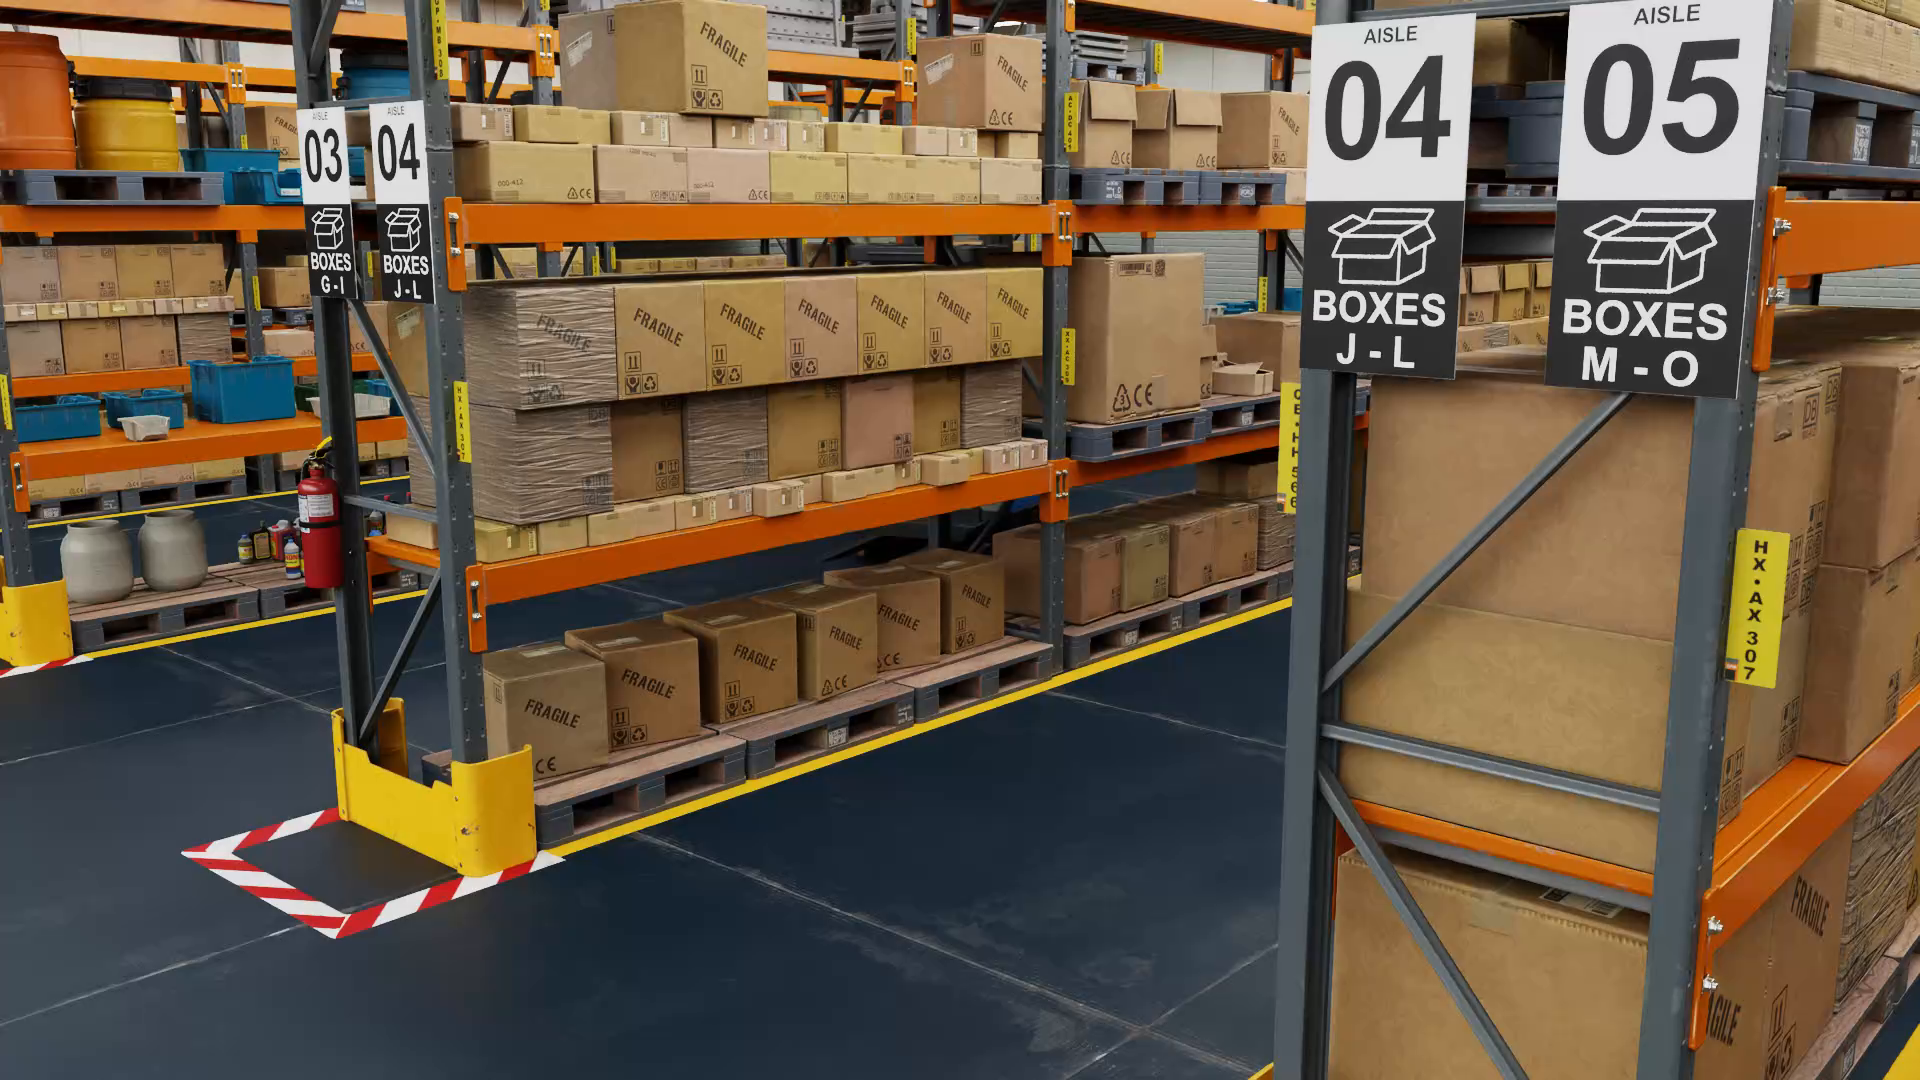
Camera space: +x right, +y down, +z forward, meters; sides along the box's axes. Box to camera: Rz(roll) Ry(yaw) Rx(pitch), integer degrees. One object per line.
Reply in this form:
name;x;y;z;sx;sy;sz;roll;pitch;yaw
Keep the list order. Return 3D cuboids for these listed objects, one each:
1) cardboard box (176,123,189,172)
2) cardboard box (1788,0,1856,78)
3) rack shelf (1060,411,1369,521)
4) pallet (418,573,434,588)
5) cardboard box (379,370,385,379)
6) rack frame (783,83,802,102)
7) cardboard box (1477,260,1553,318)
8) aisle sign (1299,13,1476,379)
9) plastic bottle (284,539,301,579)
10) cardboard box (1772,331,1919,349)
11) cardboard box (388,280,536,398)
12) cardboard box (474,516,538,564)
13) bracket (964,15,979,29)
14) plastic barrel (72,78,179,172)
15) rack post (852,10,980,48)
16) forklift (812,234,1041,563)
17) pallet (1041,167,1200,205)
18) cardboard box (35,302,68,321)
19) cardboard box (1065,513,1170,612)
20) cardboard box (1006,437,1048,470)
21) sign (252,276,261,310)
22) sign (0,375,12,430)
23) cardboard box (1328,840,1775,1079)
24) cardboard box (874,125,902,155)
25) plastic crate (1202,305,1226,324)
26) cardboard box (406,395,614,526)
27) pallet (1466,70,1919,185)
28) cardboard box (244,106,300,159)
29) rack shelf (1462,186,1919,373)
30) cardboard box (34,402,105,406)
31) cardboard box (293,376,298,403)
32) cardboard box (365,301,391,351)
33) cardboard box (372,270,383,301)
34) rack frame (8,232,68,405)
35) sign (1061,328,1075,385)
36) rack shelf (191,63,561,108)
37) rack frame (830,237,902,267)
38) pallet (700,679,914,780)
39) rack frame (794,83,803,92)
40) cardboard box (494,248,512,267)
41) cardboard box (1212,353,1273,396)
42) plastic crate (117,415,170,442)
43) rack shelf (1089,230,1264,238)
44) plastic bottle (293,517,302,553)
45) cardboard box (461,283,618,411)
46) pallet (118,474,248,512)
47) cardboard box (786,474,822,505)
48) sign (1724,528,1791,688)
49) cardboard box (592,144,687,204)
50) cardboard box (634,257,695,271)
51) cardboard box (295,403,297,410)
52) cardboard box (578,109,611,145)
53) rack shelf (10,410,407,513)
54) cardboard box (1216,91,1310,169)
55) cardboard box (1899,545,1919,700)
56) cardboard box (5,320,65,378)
cardboard box;-7.755;-3.749;15.980;0.500;0.500;0.500;-11;15;-43
cardboard box;1.700;-1.080;3.616;0.380;0.149;0.250;10;15;41
rack shelf;1.535;-0.655;11.667;1.077;0.370;4.000;10;15;40
pallet;-3.981;0.107;13.135;1.003;0.211;1.213;10;15;40
cardboard box;-7.724;-2.466;23.315;0.750;0.750;0.750;10;15;40
rack frame;-1.944;-6.113;21.844;1.000;3.000;0.127;10;15;40
cardboard box;5.080;-2.336;15.432;0.797;0.503;0.637;9;15;39
aisle sign;0.961;-0.772;3.779;0.394;0.787;0.004;10;15;40
plastic bottle;-4.716;0.131;11.741;0.097;0.271;0.097;0;11;0
cardboard box;2.525;-0.374;5.283;0.875;0.550;0.500;10;15;40
cardboard box;-2.249;-0.923;7.605;0.500;0.500;0.500;10;15;40
cardboard box;-2.059;-0.013;7.257;0.380;0.149;0.250;10;15;40
bracket;0.211;-9.980;32.012;0.235;0.232;0.430;10;15;40
plastic barrel;-5.489;-2.718;10.952;0.600;0.588;0.600;0;11;0
rack post;-0.418;-4.959;16.256;0.954;0.300;0.937;10;15;40
forklift;-0.216;-1.312;13.295;1.130;2.935;3.031;5;12;22
pallet;0.702;-2.169;10.234;1.213;0.211;1.003;10;15;40
cardboard box;-8.255;-2.068;14.994;0.380;0.149;0.250;10;15;42
cardboard box;0.965;0.142;11.102;0.700;0.500;0.500;10;15;40
cardboard box;0.293;-0.520;9.799;0.380;0.149;0.250;10;15;40
sign;-6.807;-2.386;16.088;0.100;0.325;0.005;10;15;40
sign;-5.736;-0.829;9.996;0.100;0.325;0.005;10;15;40
cardboard box;1.631;1.259;4.601;0.875;0.875;0.875;10;15;41
cardboard box;-0.517;-2.073;8.638;0.380;0.149;0.250;11;15;42
plastic crate;2.921;-2.703;20.234;0.437;0.282;0.530;10;15;40
cardboard box;-2.042;-0.397;7.525;0.875;0.500;0.500;10;15;40
pallet;1.715;-1.006;4.160;1.003;0.211;1.213;10;15;40
cardboard box;-6.788;-4.051;16.574;0.500;0.500;0.500;10;15;41
rack shelf;2.553;-0.881;5.141;1.077;0.370;4.000;10;15;40
cardboard box;-8.426;-1.045;15.818;0.500;0.500;0.500;10;15;40
cardboard box;-9.171;-2.039;22.022;0.700;0.500;0.500;10;15;40
cardboard box;-6.027;-2.306;17.841;0.500;0.500;0.500;10;15;40
cardboard box;-7.795;-3.466;22.840;0.500;0.500;0.500;10;15;42
rack frame;-10.948;-2.634;19.742;1.000;3.000;0.127;10;15;40
sign;0.627;-1.069;9.693;0.100;0.325;0.005;10;15;40
rack shelf;-5.904;-4.682;17.534;1.077;0.370;4.000;10;15;40
rack frame;-0.866;-1.942;16.276;1.000;3.000;0.127;10;15;40
pallet;-1.008;0.938;8.976;1.003;0.211;1.213;10;15;40
rack frame;-3.027;-7.342;27.994;1.000;3.000;0.127;10;15;40
cardboard box;-6.801;-4.058;23.889;0.500;0.250;0.500;9;15;39
cardboard box;1.957;-1.161;11.639;0.396;0.266;0.258;9;15;39
plastic crate;-5.314;-0.726;10.860;0.298;0.136;0.250;10;15;40
rack shelf;3.095;-3.943;20.472;1.077;0.370;4.000;10;15;40
plastic bottle;-4.985;-0.026;12.513;0.152;0.276;0.135;9;15;39
cardboard box;-1.858;-0.856;7.269;0.500;0.500;0.500;10;15;40
pallet;-7.781;-0.516;16.253;1.003;0.211;1.213;10;15;40
cardboard box;-0.930;-0.275;8.569;0.380;0.149;0.250;10;15;40
sign;1.646;0.141;3.435;0.100;0.325;0.005;10;15;40
cardboard box;-1.578;-1.636;7.469;0.500;0.250;0.500;9;15;39
cardboard box;-4.811;-4.143;26.529;0.980;0.700;0.700;9;15;39
cardboard box;-6.834;-1.301;17.583;0.500;0.311;0.500;10;15;42
cardboard box;-1.753;-1.807;7.306;0.380;0.149;0.250;9;15;39
rack shelf;-4.826;-0.706;11.927;1.077;0.370;4.000;10;15;40
cardboard box;2.059;-2.817;11.464;0.500;0.500;0.500;10;15;41
cardboard box;2.573;0.164;5.347;0.875;0.550;0.500;10;15;40
cardboard box;-8.527;-1.750;15.060;0.700;0.500;0.500;10;15;42
